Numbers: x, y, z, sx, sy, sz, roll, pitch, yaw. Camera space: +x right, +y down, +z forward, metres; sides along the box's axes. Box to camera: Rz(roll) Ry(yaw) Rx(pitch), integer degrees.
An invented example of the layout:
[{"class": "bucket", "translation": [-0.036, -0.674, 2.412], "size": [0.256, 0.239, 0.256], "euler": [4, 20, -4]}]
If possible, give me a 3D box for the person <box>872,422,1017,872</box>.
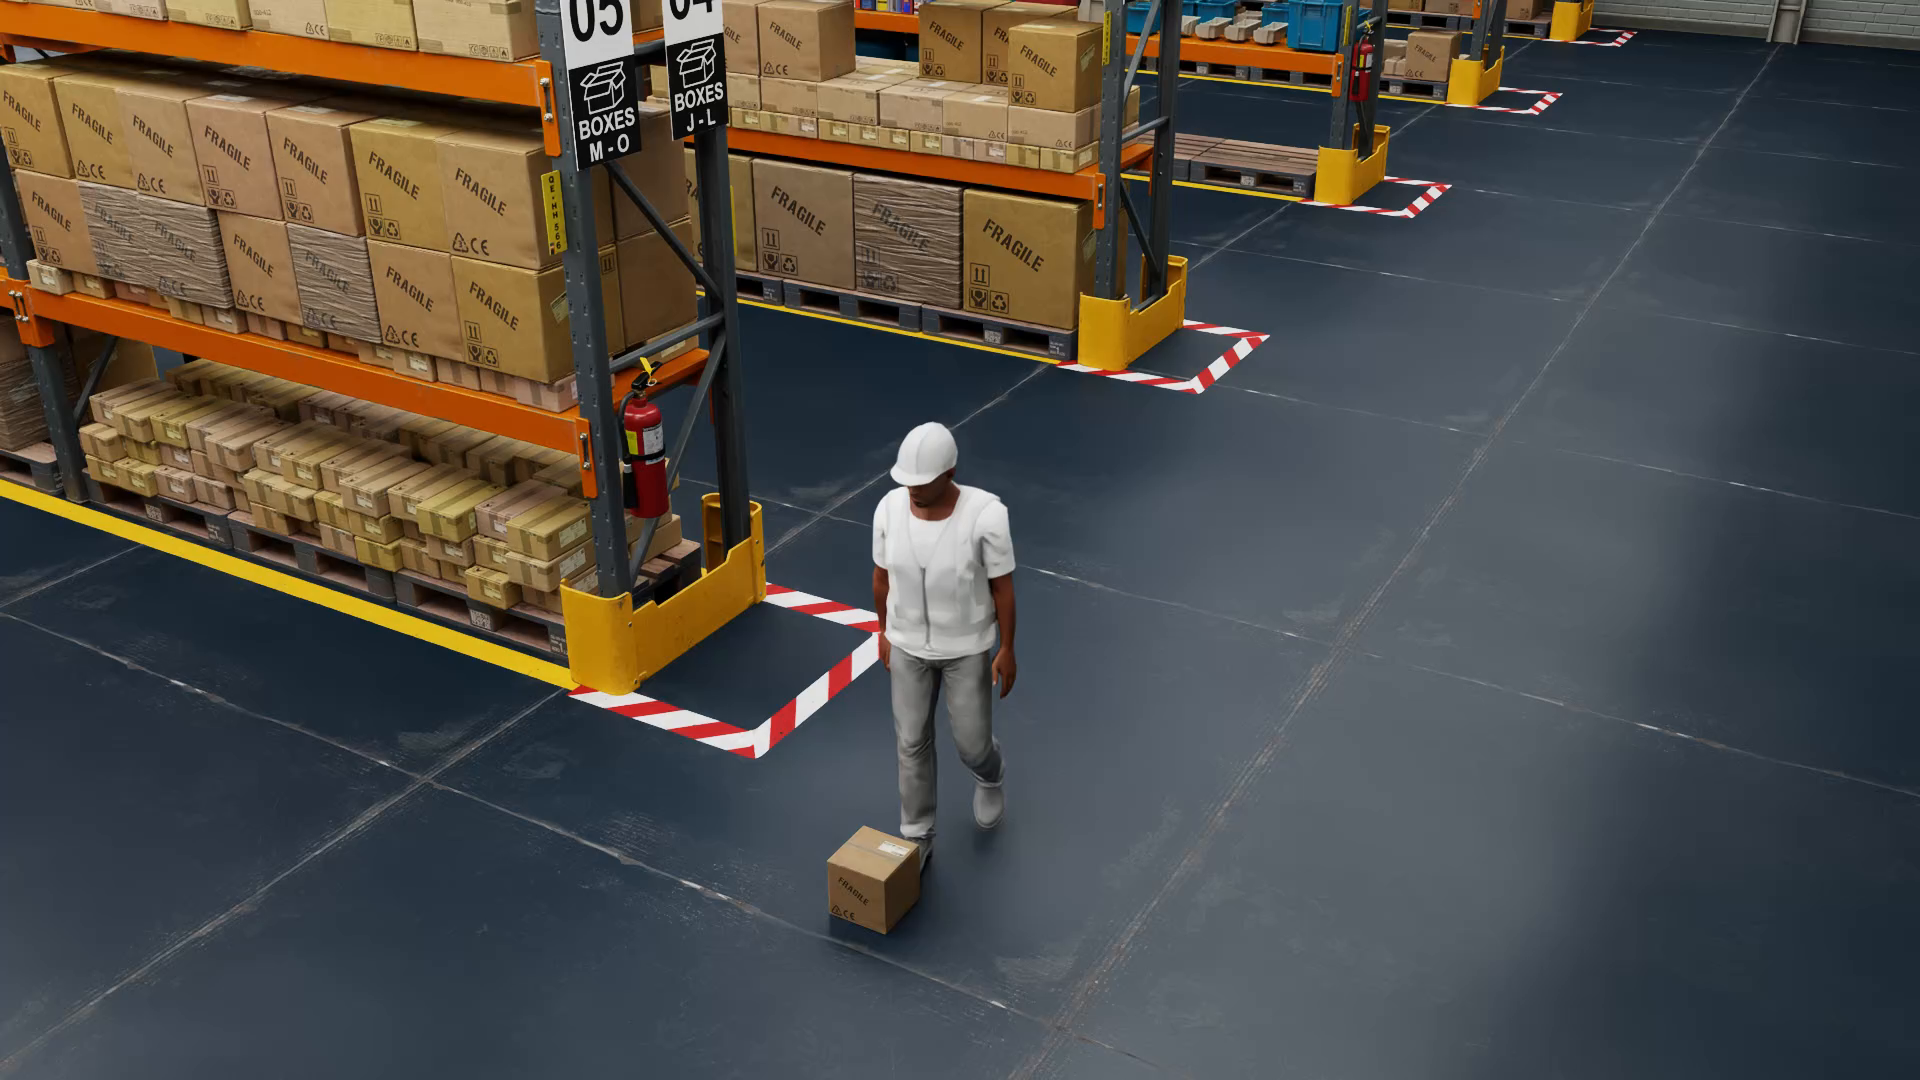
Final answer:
[{"class": "person", "translation": [-0.087, 0.412, 6.226], "size": [0.604, 1.765, 0.672], "euler": [9, 28, 17]}]
